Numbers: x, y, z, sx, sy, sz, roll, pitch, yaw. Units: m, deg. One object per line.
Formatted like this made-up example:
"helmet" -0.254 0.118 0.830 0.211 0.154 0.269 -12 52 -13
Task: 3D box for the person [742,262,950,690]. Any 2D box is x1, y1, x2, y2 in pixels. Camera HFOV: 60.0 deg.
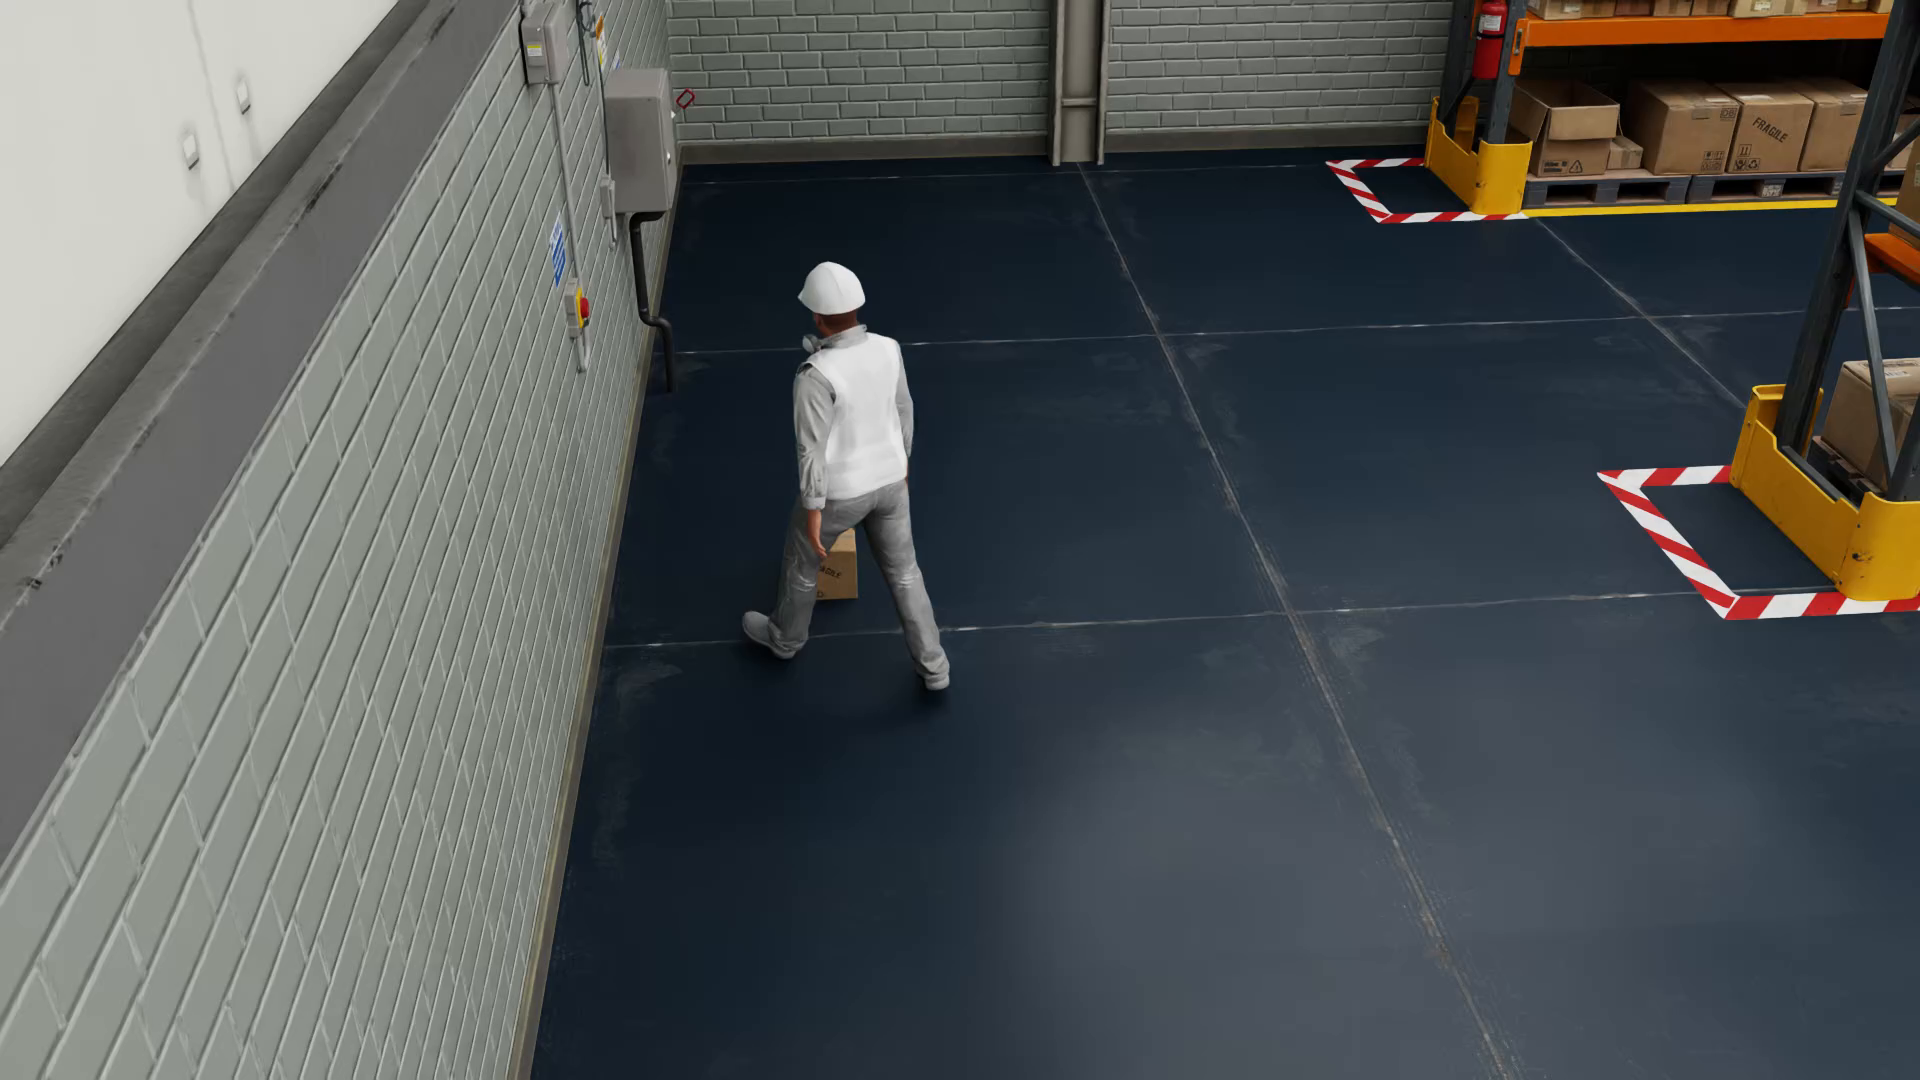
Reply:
"person" -0.433 -0.243 6.528 0.611 1.735 0.924 -23 38 -33
